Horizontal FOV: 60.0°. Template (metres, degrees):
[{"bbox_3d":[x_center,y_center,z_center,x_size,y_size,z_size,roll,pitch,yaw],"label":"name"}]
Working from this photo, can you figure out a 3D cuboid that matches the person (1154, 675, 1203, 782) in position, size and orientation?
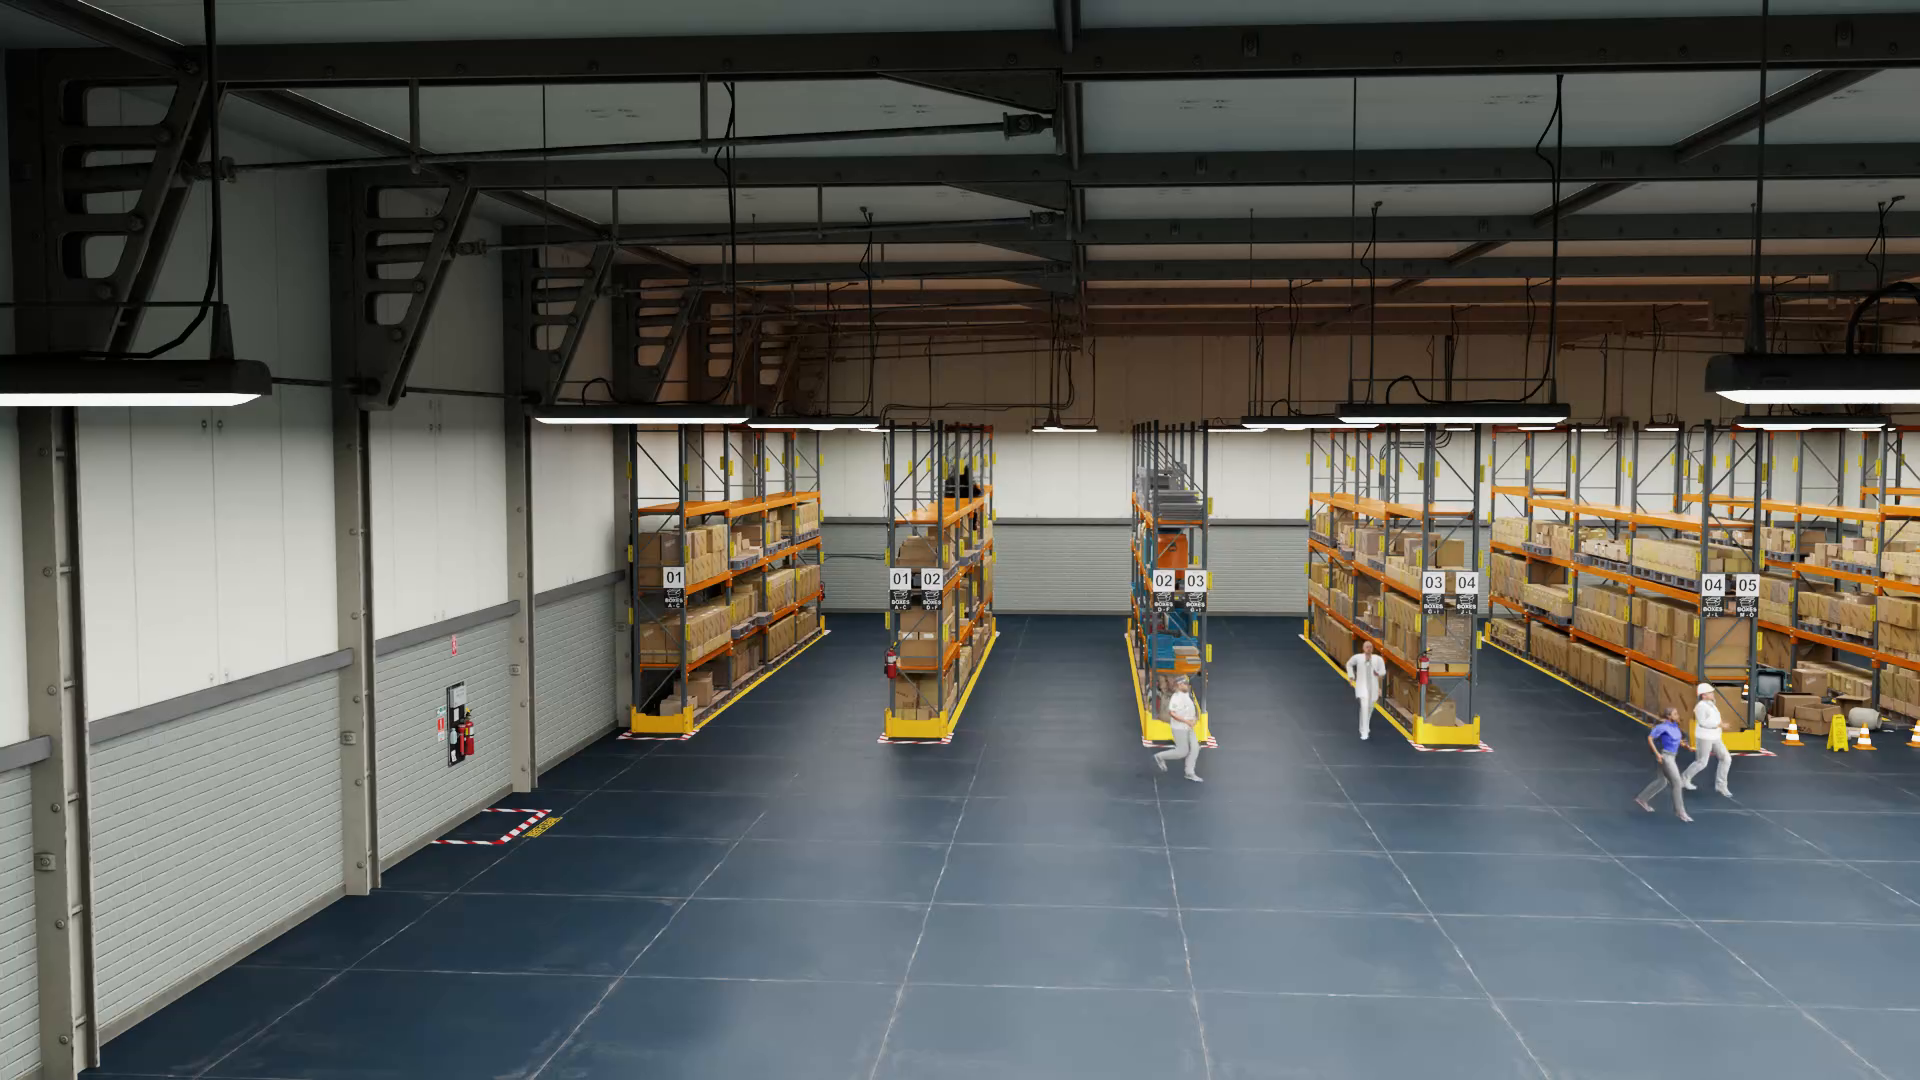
[{"bbox_3d":[3.656,3.111,27.627,0.816,1.772,0.663,2,4,28],"label":"person"}]

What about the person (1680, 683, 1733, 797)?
[{"bbox_3d":[11.911,3.178,26.519,0.655,1.810,0.792,-3,5,-43],"label":"person"}]

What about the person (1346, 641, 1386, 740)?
[{"bbox_3d":[7.709,2.832,31.545,0.666,1.837,0.866,0,4,-2],"label":"person"}]

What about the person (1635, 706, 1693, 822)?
[{"bbox_3d":[10.569,3.296,24.880,0.833,1.634,0.574,3,4,36],"label":"person"}]
